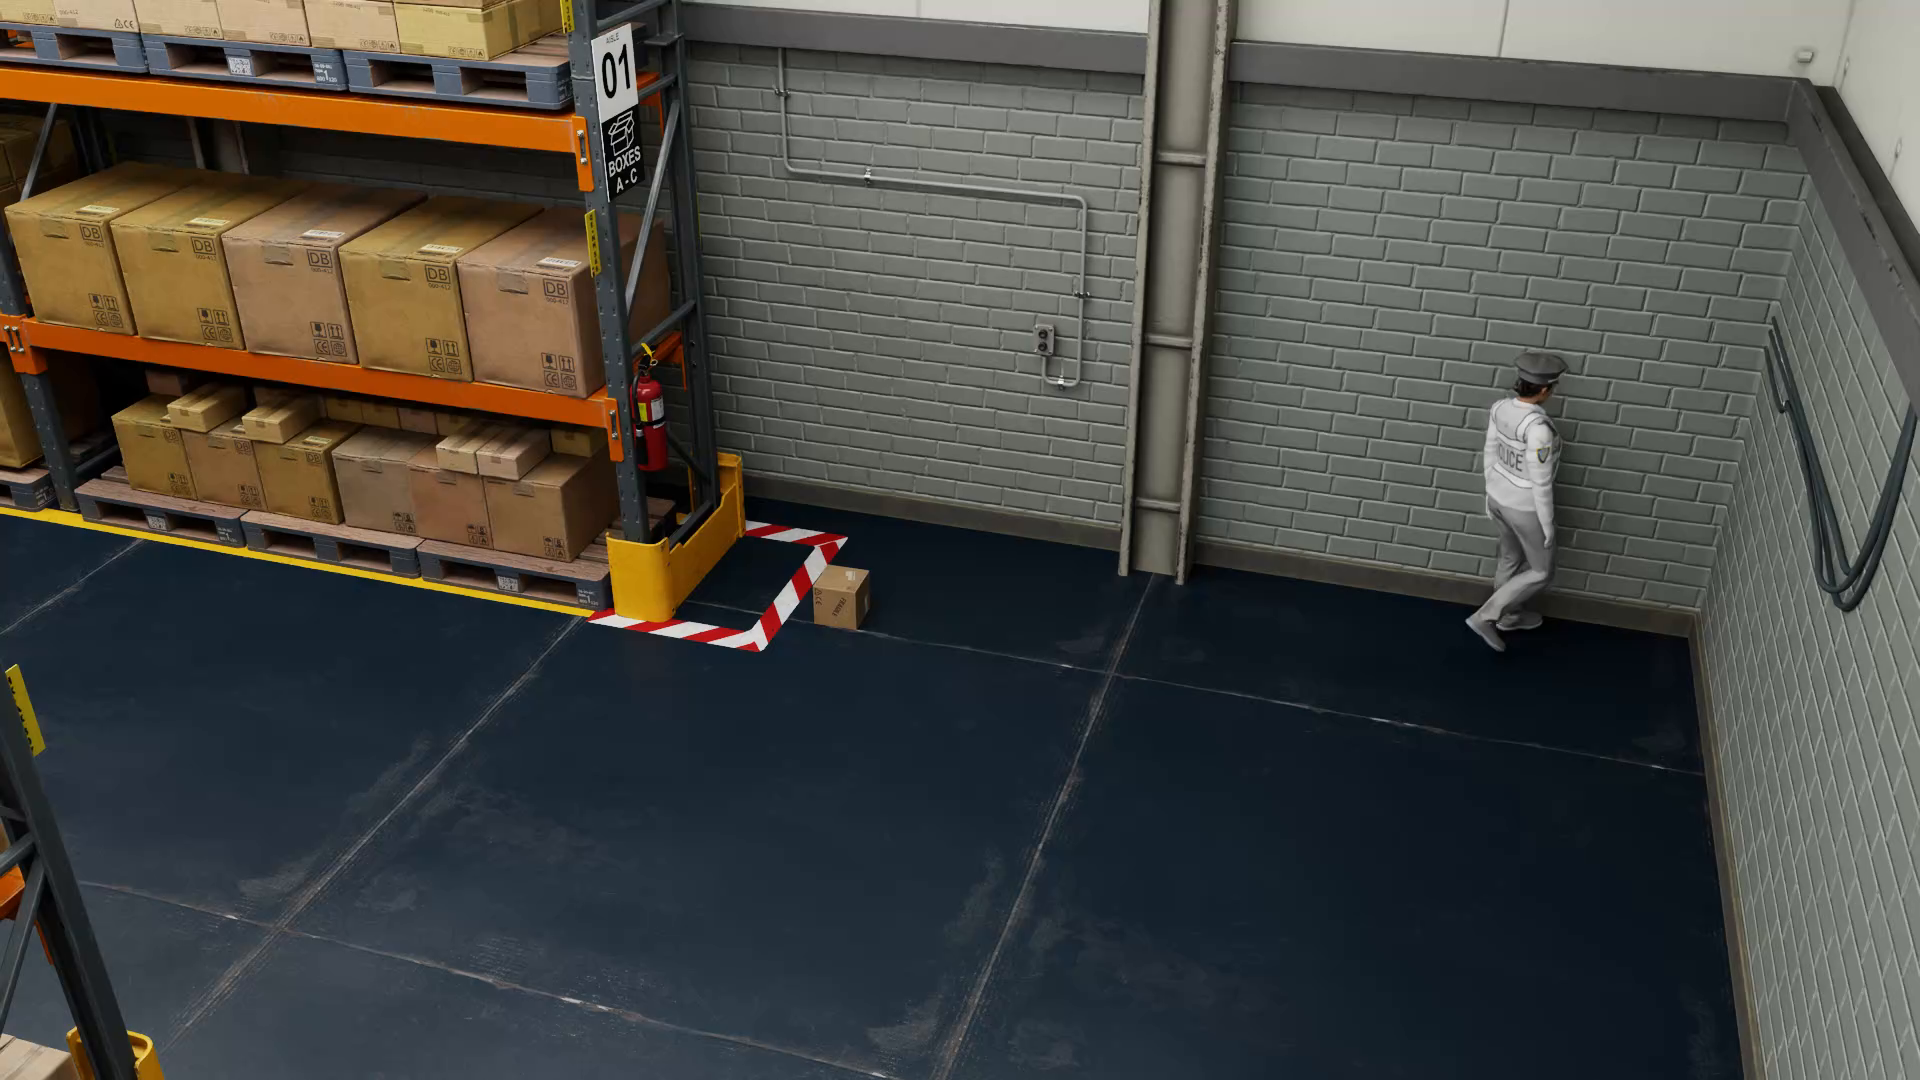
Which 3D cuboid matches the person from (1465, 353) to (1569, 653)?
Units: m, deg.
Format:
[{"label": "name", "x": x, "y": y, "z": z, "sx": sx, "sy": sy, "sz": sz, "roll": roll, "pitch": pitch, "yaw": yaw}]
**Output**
[{"label": "person", "x": 2.979, "y": -0.187, "z": 8.786, "sx": 0.621, "sy": 1.661, "sz": 0.520, "roll": -7, "pitch": 30, "yaw": -12}]
